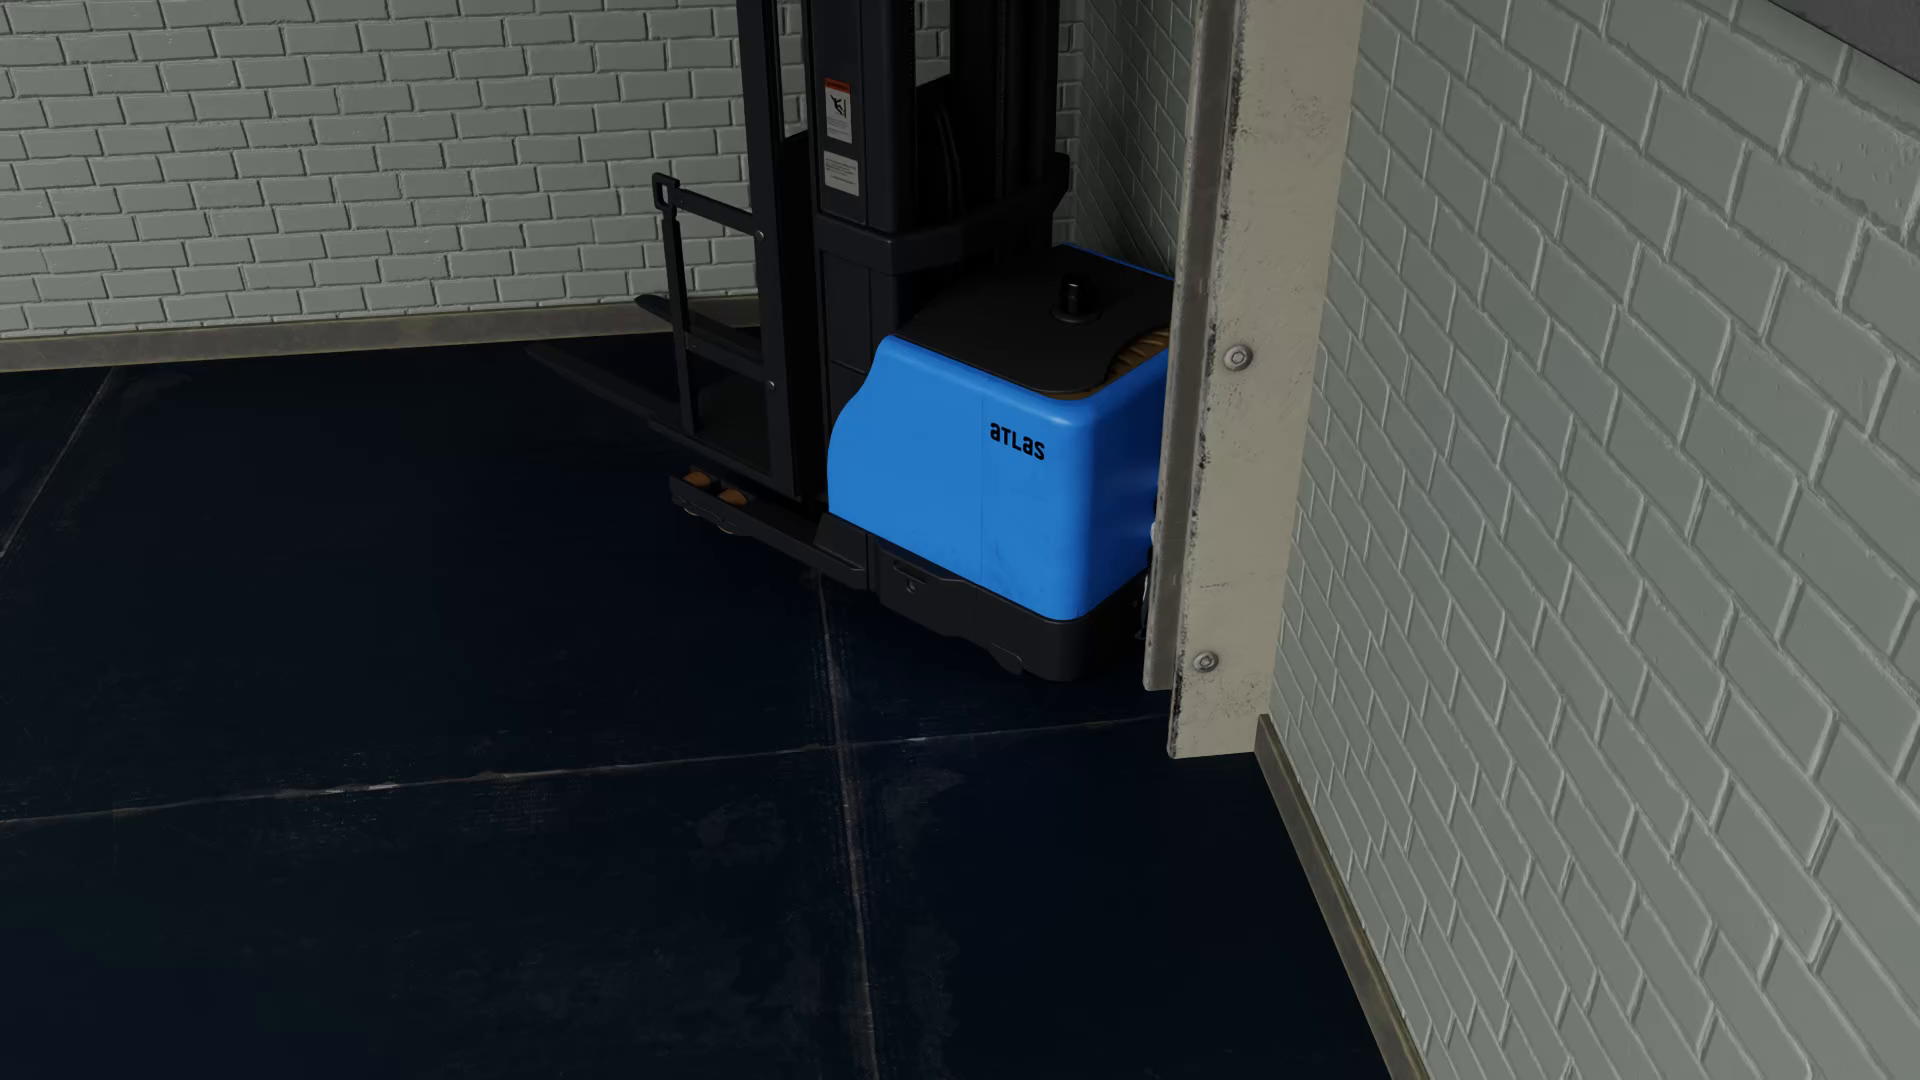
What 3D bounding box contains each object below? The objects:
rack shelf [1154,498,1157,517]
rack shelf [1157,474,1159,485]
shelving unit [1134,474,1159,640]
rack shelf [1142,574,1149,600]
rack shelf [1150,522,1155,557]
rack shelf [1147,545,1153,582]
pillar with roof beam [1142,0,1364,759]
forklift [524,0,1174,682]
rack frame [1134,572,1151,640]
[{"bbox_3d":[0.754,-0.082,5.435,0.258,0.077,0.200,1,46,-6],"label":"rack shelf"},{"bbox_3d":[0.762,-0.144,5.370,0.258,0.077,0.200,1,46,-6],"label":"rack shelf"},{"bbox_3d":[0.750,-0.043,5.476,0.258,0.900,0.210,1,46,-6],"label":"shelving unit"},{"bbox_3d":[0.732,0.104,5.629,0.258,0.077,0.200,1,46,-6],"label":"rack shelf"},{"bbox_3d":[0.747,-0.020,5.500,0.258,0.077,0.200,1,46,-6],"label":"rack shelf"},{"bbox_3d":[0.739,0.042,5.564,0.258,0.077,0.200,1,46,-6],"label":"rack shelf"},{"bbox_3d":[-3.477,-2.826,2.405,9.100,9.000,0.400,-4,35,-6],"label":"pillar with roof beam"},{"bbox_3d":[-0.478,-1.438,5.757,3.031,2.935,1.130,25,42,32],"label":"forklift"},{"bbox_3d":[0.756,0.031,5.406,0.240,0.900,0.006,1,46,-6],"label":"rack frame"}]
